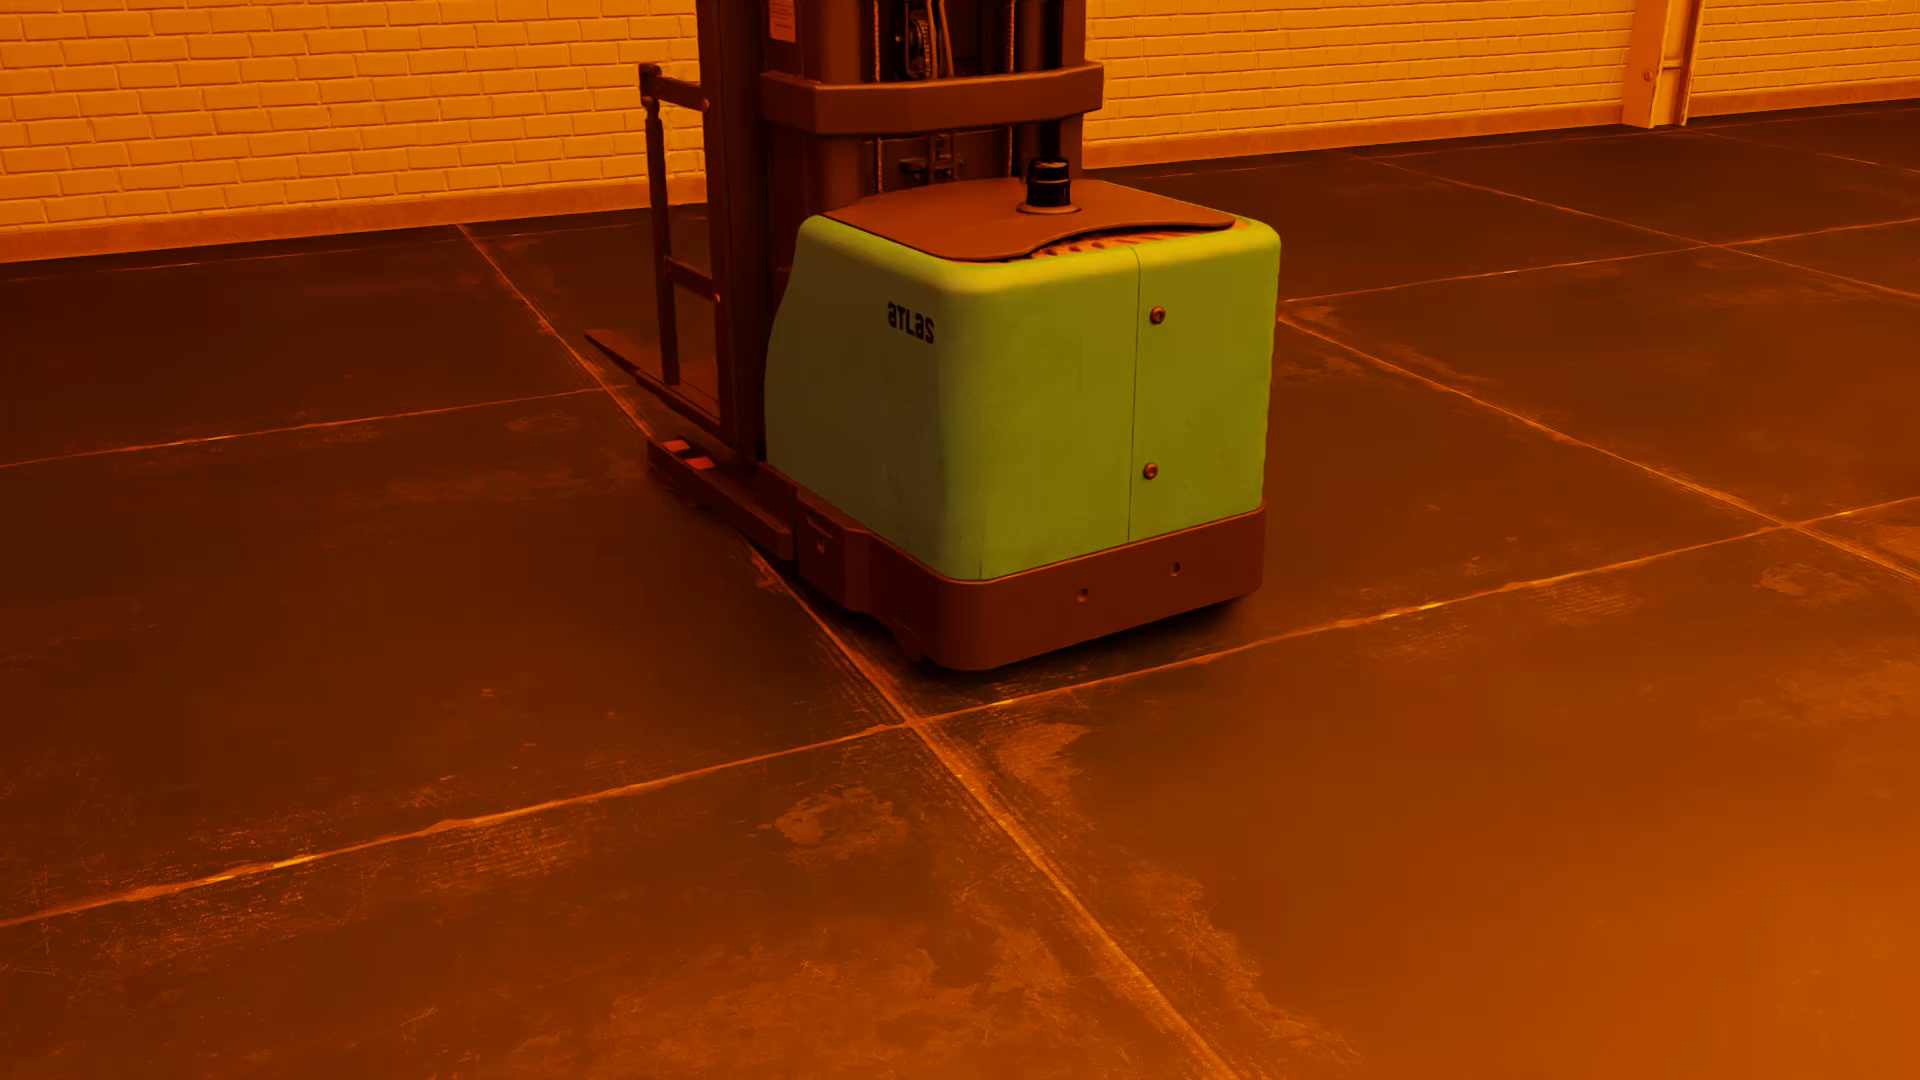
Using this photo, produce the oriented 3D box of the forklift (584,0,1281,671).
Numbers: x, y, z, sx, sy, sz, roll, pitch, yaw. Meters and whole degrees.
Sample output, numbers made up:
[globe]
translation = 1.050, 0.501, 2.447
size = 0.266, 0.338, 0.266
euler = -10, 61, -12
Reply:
[forklift]
translation = -0.374, -1.543, 5.000
size = 1.130, 2.935, 3.031
euler = -14, 26, -30
